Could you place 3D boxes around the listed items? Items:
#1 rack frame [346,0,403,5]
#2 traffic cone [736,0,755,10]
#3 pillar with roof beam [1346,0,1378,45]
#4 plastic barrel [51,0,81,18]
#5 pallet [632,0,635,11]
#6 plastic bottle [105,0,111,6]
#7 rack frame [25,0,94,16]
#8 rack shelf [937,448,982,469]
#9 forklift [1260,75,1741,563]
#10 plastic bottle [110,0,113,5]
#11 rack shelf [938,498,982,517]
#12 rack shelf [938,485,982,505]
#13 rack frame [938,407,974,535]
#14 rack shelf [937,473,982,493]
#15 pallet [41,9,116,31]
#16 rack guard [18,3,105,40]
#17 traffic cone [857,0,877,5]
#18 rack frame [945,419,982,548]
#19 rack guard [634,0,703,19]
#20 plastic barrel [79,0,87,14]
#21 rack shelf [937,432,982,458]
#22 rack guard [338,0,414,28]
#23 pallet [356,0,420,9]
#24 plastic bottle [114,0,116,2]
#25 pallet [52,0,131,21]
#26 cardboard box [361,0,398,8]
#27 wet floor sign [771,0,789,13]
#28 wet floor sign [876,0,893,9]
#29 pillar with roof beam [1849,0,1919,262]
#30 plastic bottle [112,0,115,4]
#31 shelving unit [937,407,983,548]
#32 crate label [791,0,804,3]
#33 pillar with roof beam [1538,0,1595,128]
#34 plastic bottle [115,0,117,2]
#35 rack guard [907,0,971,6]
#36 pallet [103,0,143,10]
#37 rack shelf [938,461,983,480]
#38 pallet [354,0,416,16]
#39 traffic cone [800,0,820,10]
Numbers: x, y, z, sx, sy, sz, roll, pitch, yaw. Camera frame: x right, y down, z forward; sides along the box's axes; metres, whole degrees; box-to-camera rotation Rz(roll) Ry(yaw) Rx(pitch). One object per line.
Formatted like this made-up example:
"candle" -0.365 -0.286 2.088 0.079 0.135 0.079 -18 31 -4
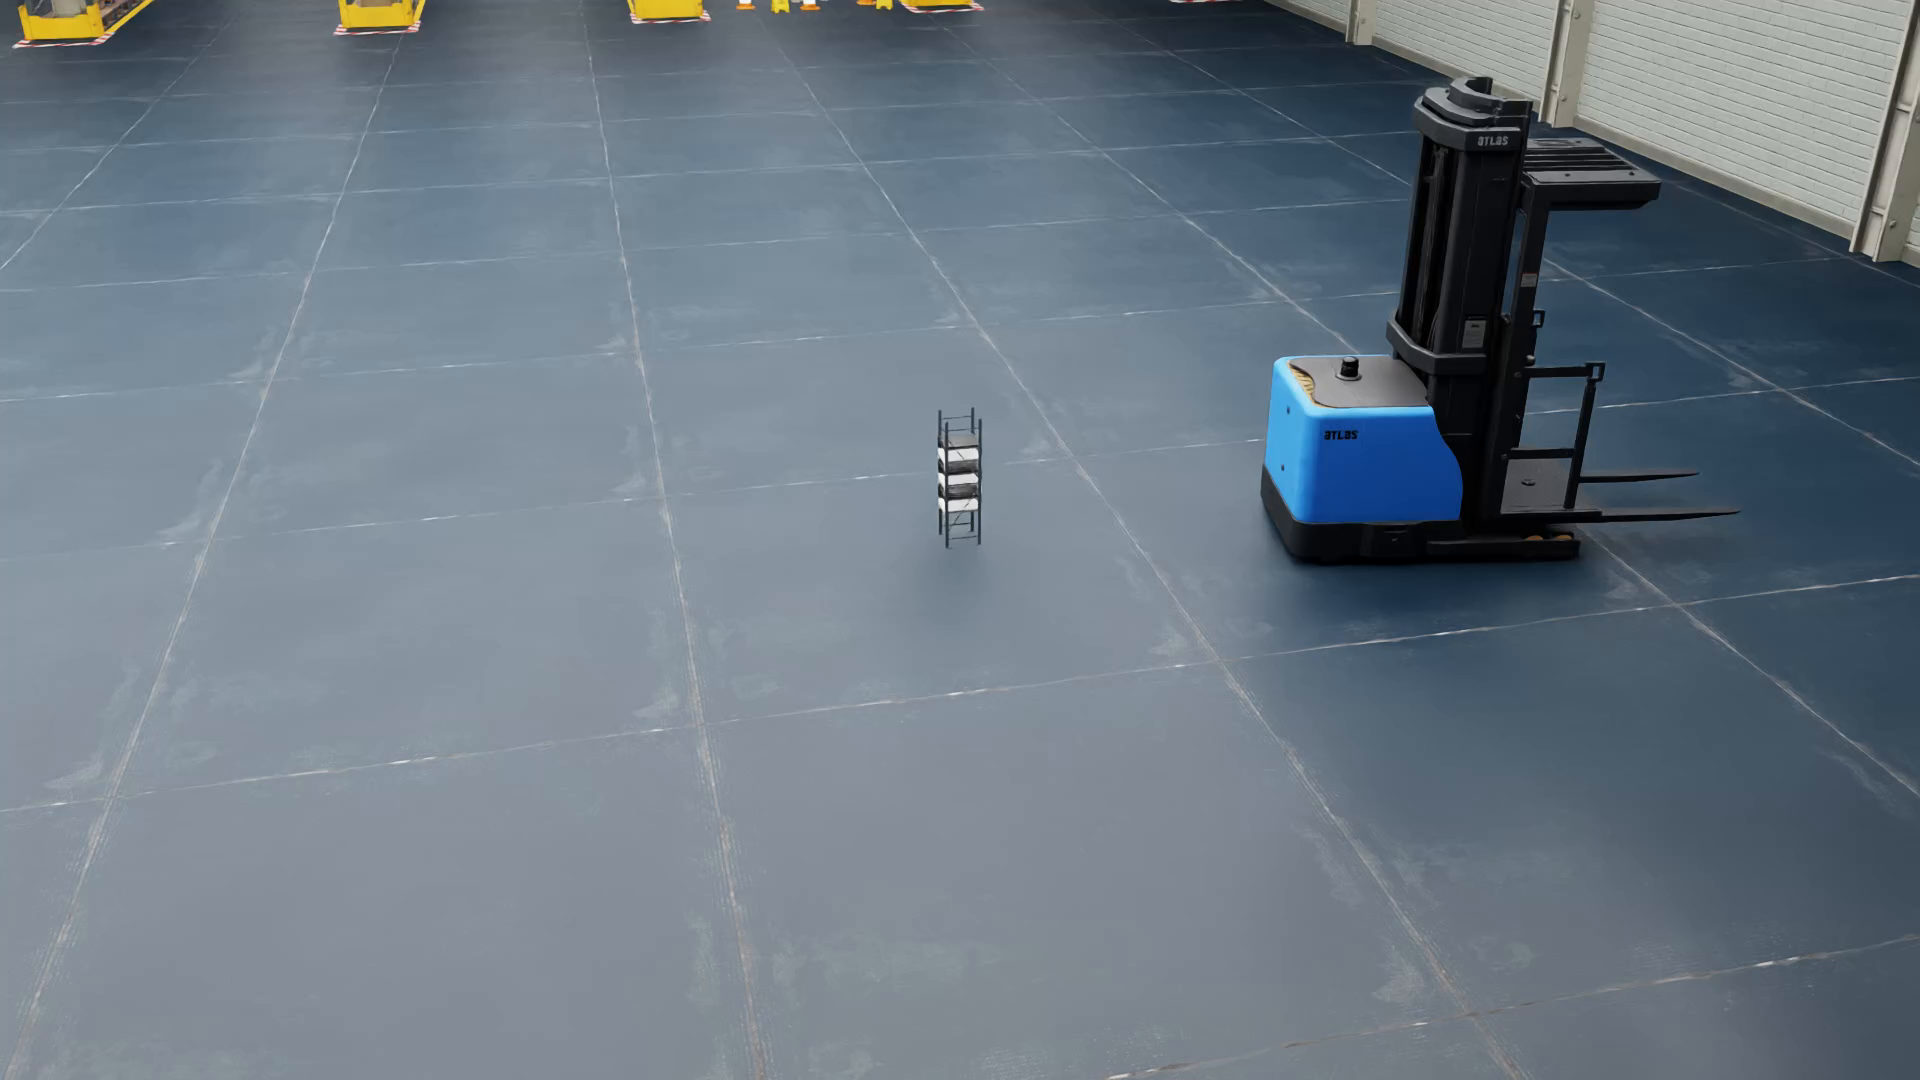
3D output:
"rack frame" -10.026 -10.207 27.990 1.000 3.000 0.127 -6 27 -12
"traffic cone" -3.907 -9.911 30.219 0.336 0.463 0.334 -6 27 -12
"pillar with roof beam" 2.343 -11.723 24.336 9.100 9.000 0.400 -6 27 -12
"plastic barrel" -15.075 -9.062 28.017 0.421 0.512 0.421 0 27 0
"pallet" -5.427 -9.765 30.208 1.003 0.211 1.213 -6 27 -12
"plastic bottle" -14.957 -9.510 29.149 0.097 0.271 0.097 0 27 0
"rack frame" -14.852 -9.704 26.994 1.000 3.000 0.127 -6 27 -12
"rack shelf" -0.002 -0.536 10.835 0.258 0.077 0.200 -6 27 -12
"forklift" 3.624 -1.407 10.632 3.031 2.935 1.130 -2 27 -3
"plastic bottle" -14.980 -9.524 29.255 0.097 0.201 0.097 0 27 0
"rack shelf" -0.002 -0.215 10.997 0.258 0.077 0.200 -6 27 -12
"rack shelf" -0.002 -0.295 10.956 0.258 0.077 0.200 -6 27 -12
"rack frame" -0.025 -0.450 10.989 0.240 0.900 0.006 -6 27 -12
"rack shelf" -0.002 -0.376 10.916 0.258 0.077 0.200 -6 27 -12
"pallet" -15.093 -8.845 28.386 1.003 0.211 1.213 -6 27 -12
"rack guard" -14.915 -8.617 27.614 1.175 0.500 0.348 -6 27 -12
"traffic cone" -1.725 -10.139 30.670 0.336 0.463 0.334 -6 27 -12
"rack frame" 0.021 -0.361 10.812 0.240 0.900 0.006 -6 27 -12
"rack guard" -5.166 -9.540 29.443 1.175 0.500 0.348 -6 27 -12
"plastic barrel" -15.188 -9.282 28.453 0.421 0.512 0.421 0 27 0
"rack shelf" -0.002 -0.617 10.794 0.258 0.077 0.200 -6 27 -12
"rack guard" -10.043 -9.125 28.620 1.175 0.500 0.348 -6 27 -12
"pallet" -10.463 -9.890 30.457 1.003 0.211 1.213 -6 27 -12
"plastic bottle" -15.034 -9.661 29.447 0.097 0.271 0.097 0 27 0
"pallet" -15.364 -9.380 29.445 1.003 0.211 1.213 -6 27 -12
"cardboard box" -10.151 -9.555 29.005 0.500 0.500 0.500 -1 27 -2
"wet floor sign" -3.235 -9.804 29.804 0.267 0.644 0.232 -11 29 -20
"wet floor sign" -1.371 -9.970 30.134 0.267 0.644 0.232 3 27 6
"pillar with roof beam" 5.047 -6.455 13.899 9.100 9.000 0.400 -6 27 -12
"plastic bottle" -14.990 -9.617 29.347 0.061 0.283 0.133 -5 27 -11
"shelving unit" -0.002 -0.405 10.901 0.258 0.900 0.210 -6 27 -12
"crate label" -2.967 -10.070 30.896 0.250 0.136 0.298 -23 35 -38
"pillar with roof beam" 3.695 -9.089 19.118 9.100 9.000 0.400 -6 27 -12
"plastic bottle" -15.057 -9.705 29.534 0.097 0.271 0.097 0 27 0
"rack guard" -0.388 -10.131 30.613 1.175 0.500 0.348 -6 27 -12
"pallet" -15.642 -9.916 30.509 1.003 0.211 1.213 -6 27 -12
"rack shelf" -0.002 -0.456 10.875 0.258 0.077 0.200 -6 27 -12
"pallet" -10.192 -9.356 29.398 1.003 0.211 1.213 -6 27 -12
"traffic cone" -2.730 -9.877 30.151 0.336 0.463 0.334 -6 27 -12
